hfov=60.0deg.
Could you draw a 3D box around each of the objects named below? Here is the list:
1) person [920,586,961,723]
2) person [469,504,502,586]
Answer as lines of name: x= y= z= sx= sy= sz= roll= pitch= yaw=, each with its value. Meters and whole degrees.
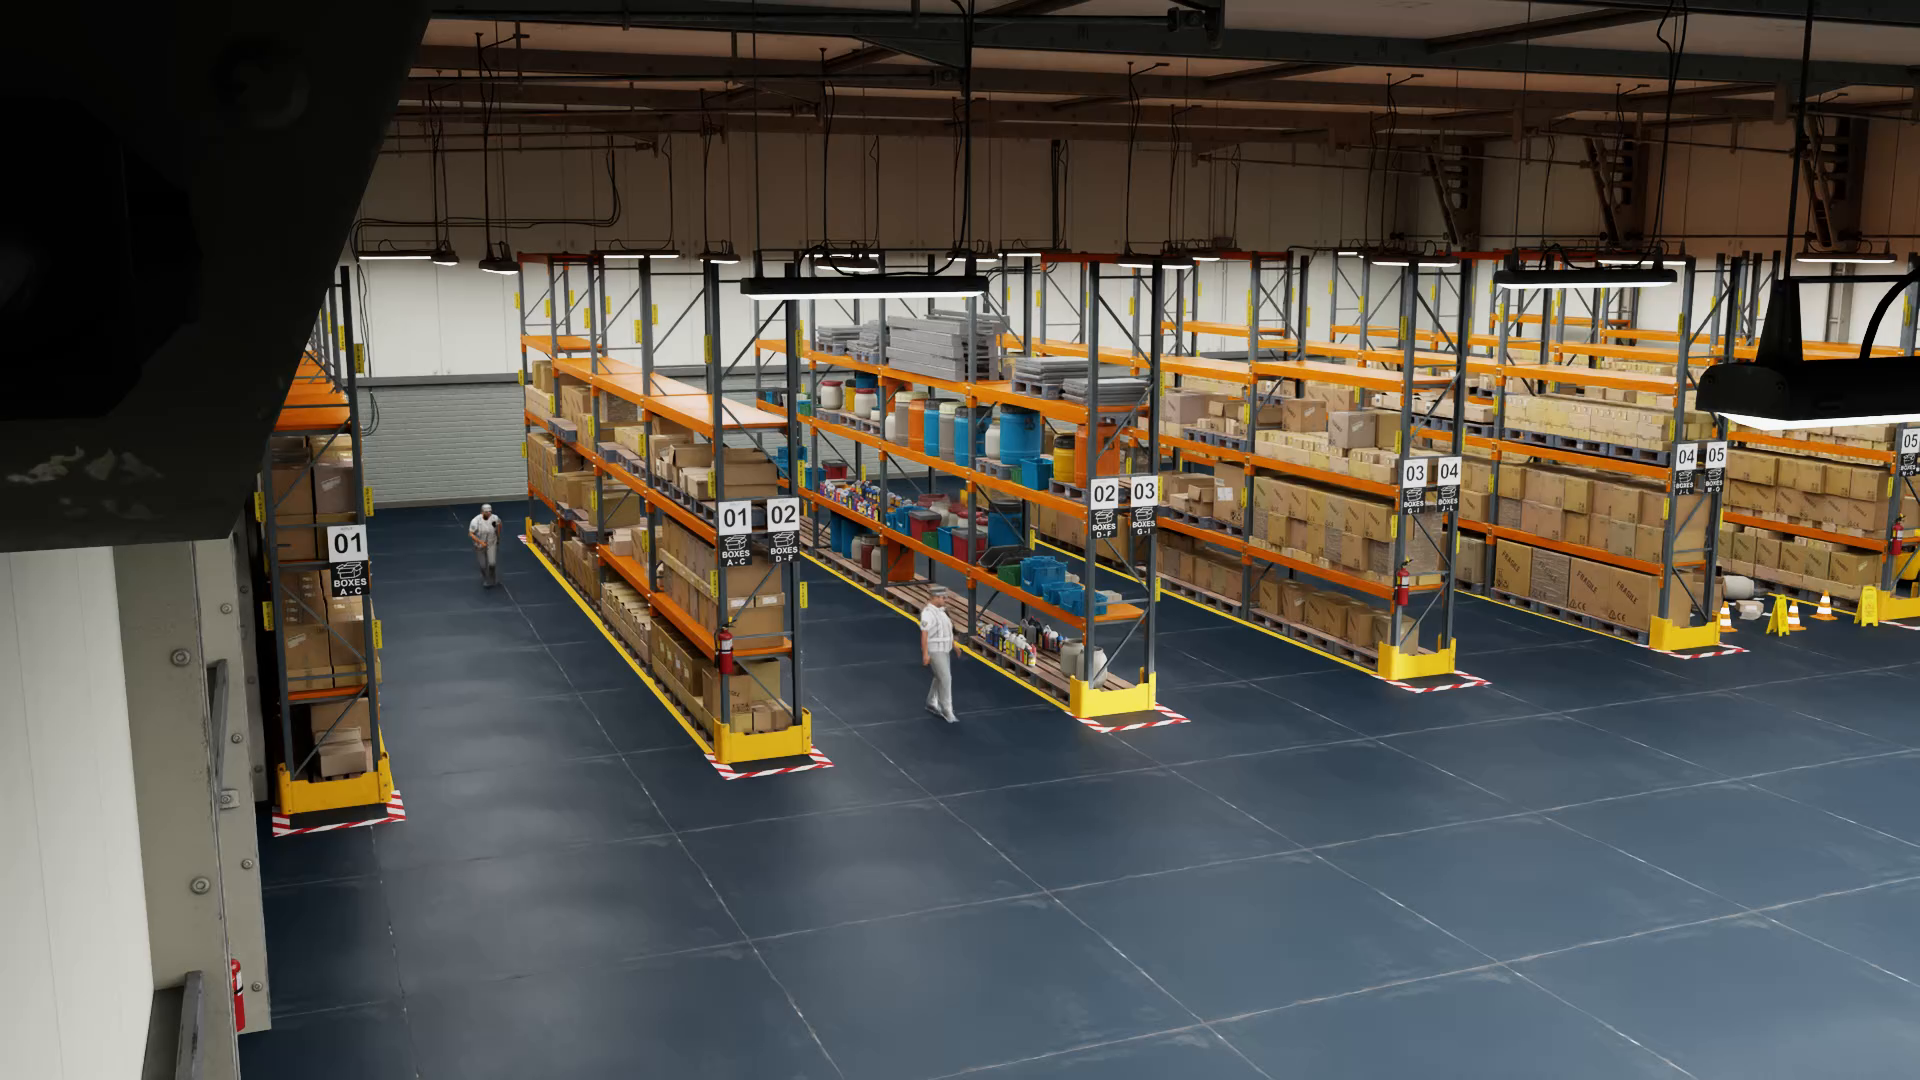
person: x=-0.214 y=1.516 z=22.073 sx=0.602 sy=1.805 sz=0.562 roll=4 pitch=11 yaw=22
person: x=-8.593 y=0.091 z=30.176 sx=0.571 sy=1.573 sz=0.746 roll=-2 pitch=11 yaw=-13
